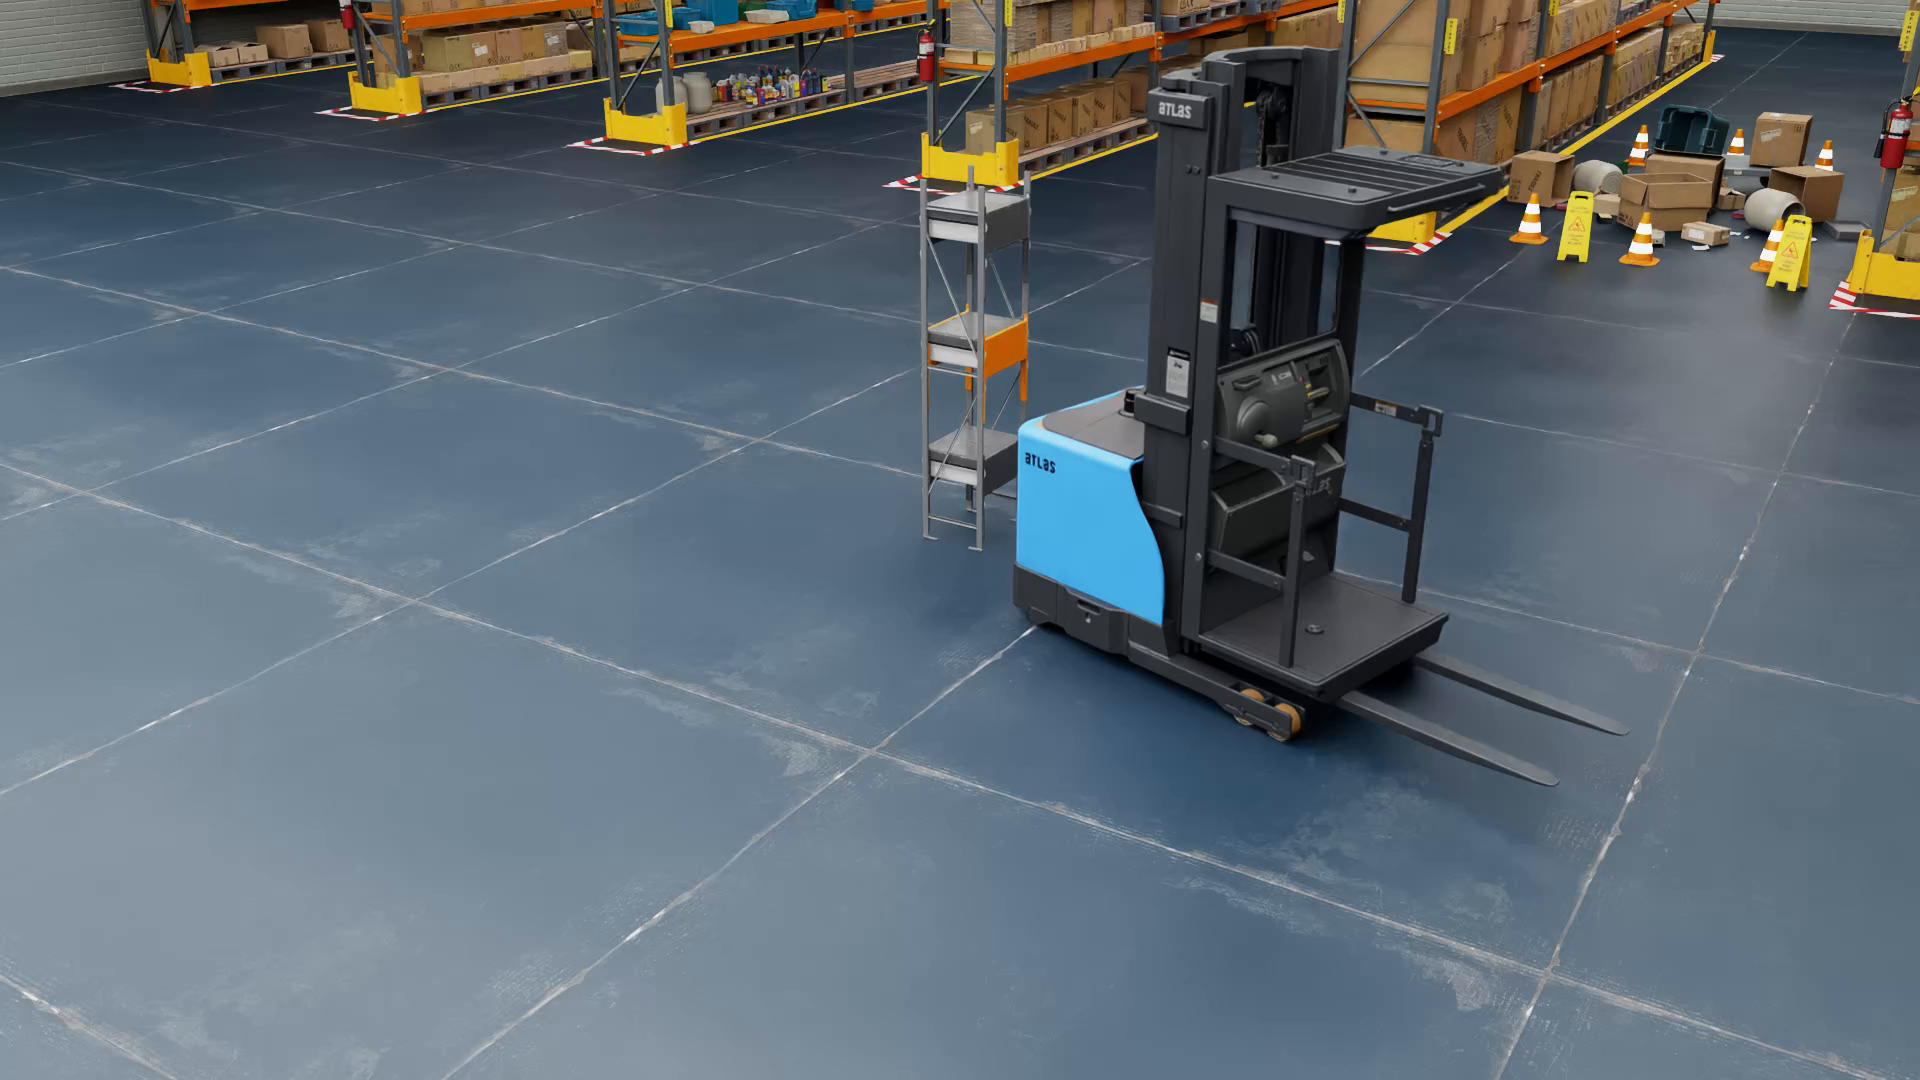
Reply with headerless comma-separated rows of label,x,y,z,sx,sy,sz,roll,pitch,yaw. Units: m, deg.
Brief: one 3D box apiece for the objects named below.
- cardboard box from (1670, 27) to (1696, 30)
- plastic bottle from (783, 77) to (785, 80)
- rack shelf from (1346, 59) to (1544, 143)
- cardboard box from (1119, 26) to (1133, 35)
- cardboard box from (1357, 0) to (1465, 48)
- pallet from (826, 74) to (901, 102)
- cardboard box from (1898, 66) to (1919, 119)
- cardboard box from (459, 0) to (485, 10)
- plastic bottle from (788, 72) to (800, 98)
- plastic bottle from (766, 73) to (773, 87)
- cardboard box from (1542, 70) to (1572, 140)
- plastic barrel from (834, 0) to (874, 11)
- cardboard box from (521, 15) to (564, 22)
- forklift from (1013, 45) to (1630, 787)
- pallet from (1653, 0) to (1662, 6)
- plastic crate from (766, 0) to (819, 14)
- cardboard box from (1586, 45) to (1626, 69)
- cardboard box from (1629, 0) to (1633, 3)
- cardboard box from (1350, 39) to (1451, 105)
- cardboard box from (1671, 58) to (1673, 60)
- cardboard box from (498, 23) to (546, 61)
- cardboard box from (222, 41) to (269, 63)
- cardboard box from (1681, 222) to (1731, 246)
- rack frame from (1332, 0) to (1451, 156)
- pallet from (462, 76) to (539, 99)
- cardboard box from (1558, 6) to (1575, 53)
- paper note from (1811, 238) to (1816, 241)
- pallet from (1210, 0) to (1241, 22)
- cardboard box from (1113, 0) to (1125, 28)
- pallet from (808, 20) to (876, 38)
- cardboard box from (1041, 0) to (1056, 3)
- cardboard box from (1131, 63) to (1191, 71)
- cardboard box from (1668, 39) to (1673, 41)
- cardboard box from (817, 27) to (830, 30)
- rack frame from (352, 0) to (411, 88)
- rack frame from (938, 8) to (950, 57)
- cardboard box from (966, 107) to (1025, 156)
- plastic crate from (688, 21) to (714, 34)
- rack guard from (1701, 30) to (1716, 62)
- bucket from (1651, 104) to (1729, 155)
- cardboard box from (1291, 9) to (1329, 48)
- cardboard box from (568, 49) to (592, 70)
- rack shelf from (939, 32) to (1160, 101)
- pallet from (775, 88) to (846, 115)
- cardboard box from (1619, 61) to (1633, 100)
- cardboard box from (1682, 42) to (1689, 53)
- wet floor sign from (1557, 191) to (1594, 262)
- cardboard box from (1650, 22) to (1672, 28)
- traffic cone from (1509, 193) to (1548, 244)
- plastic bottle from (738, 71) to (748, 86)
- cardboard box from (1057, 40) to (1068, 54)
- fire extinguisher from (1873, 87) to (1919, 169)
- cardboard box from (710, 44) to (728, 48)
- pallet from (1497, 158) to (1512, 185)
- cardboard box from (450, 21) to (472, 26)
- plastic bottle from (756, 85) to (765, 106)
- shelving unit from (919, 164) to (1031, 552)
cardboard box,12.209,-8.579,28.102,0.380,0.149,0.250,13,26,27
plastic bottle,-2.492,-6.492,23.836,0.061,0.283,0.133,14,27,29
rack shelf,5.288,-4.859,18.103,1.077,0.370,4.000,14,27,29
cardboard box,1.996,-6.534,21.383,0.380,0.149,0.250,14,27,29
cardboard box,4.462,-5.195,16.427,0.875,0.550,0.550,14,27,29
pallet,-1.644,-6.969,25.582,1.003,0.211,1.213,14,27,29
cardboard box,8.544,-3.934,14.561,0.500,0.500,0.500,13,27,28
cardboard box,-7.544,-8.210,24.813,0.700,0.500,0.500,14,27,29
plastic bottle,-2.391,-6.510,23.793,0.144,0.351,0.185,14,27,29
plastic bottle,-2.777,-6.665,24.252,0.097,0.271,0.097,0,23,0
cardboard box,7.107,-5.577,21.161,1.050,0.750,0.750,14,27,29
plastic barrel,-1.564,-8.272,24.452,0.600,0.901,0.708,14,27,29
cardboard box,-6.742,-8.199,26.902,0.500,0.500,0.500,14,27,29
forklift,1.653,-0.655,7.574,1.130,2.935,3.031,-20,31,-39
pallet,10.037,-8.248,25.269,1.003,0.211,1.213,14,27,29
plastic crate,-2.409,-7.797,24.063,0.767,0.338,0.504,14,27,29
cardboard box,9.023,-6.786,23.323,0.500,0.250,0.500,13,26,27
cardboard box,9.285,-7.673,23.487,0.380,0.149,0.250,15,28,31
cardboard box,4.391,-4.717,16.683,0.875,0.550,0.550,14,27,29
cardboard box,11.256,-7.689,26.795,0.380,0.149,0.250,14,27,29
cardboard box,-6.824,-7.751,25.868,0.500,0.500,0.500,14,27,29
cardboard box,-11.809,-8.076,27.461,0.500,0.311,0.500,16,28,33
cardboard box,7.467,-3.068,16.649,0.250,0.149,0.380,-12,26,-26
rack frame,4.233,-4.514,16.401,1.000,3.000,0.127,14,27,29
pallet,-7.329,-7.062,25.797,1.003,0.211,1.213,14,27,29
cardboard box,7.115,-6.201,20.173,0.500,0.500,0.500,14,27,29
paper note,8.536,-3.031,16.712,0.142,0.019,0.148,5,24,11
pallet,3.283,-7.523,23.593,1.003,0.211,1.213,14,27,29
cardboard box,1.599,-6.819,21.227,0.875,0.500,0.500,14,27,29
pallet,-2.408,-10.153,32.936,1.003,0.211,1.213,14,27,29
cardboard box,0.864,-6.524,19.287,0.500,0.500,0.500,14,27,29
cardboard box,2.793,-6.352,23.240,0.700,0.500,0.500,14,27,29
cardboard box,11.208,-7.970,26.697,0.380,0.149,0.250,13,27,28
cardboard box,-2.827,-10.037,31.751,0.500,0.500,0.500,13,27,27
rack frame,-8.341,-7.665,23.679,1.000,3.000,0.127,14,27,29
rack frame,0.085,-9.325,27.516,1.000,3.000,0.127,14,27,29
cardboard box,0.417,-4.840,19.773,0.500,0.500,0.500,20,30,38
plastic crate,-3.389,-6.739,21.873,0.298,0.136,0.250,14,27,29
rack guard,12.633,-8.741,29.313,1.175,0.500,0.348,14,27,29
bucket,8.230,-4.530,18.646,0.620,0.611,0.726,-6,22,-39
cardboard box,5.151,-8.033,26.676,1.225,0.875,0.875,14,27,29
cardboard box,-6.290,-7.743,26.793,0.500,0.250,0.500,14,27,29
rack shelf,1.128,-5.932,20.583,1.077,0.370,4.000,14,27,29
pallet,-2.415,-6.478,24.448,1.003,0.211,1.213,14,27,29
cardboard box,9.305,-6.615,23.873,0.500,0.500,0.500,14,27,30
cardboard box,11.830,-8.162,27.515,0.380,0.149,0.250,14,27,29
wet floor sign,5.900,-3.009,15.888,0.267,0.644,0.232,9,25,20
cardboard box,12.065,-8.848,28.723,0.380,0.149,0.250,14,27,30
traffic cone,5.720,-3.231,16.632,0.336,0.463,0.334,14,27,29
plastic bottle,-3.127,-6.569,23.929,0.144,0.351,0.185,14,27,29
cardboard box,1.080,-5.942,20.015,0.380,0.149,0.250,14,27,29
fire extinguisher,8.040,-3.533,14.233,0.296,0.674,0.183,14,27,29
cardboard box,-4.460,-8.892,29.447,0.500,0.250,0.500,14,27,28
pallet,5.876,-4.344,19.519,1.003,0.211,1.213,14,27,29
cardboard box,-9.534,-9.707,30.989,0.700,0.500,0.500,14,27,30
plastic bottle,-2.779,-6.200,23.161,0.061,0.283,0.133,14,27,30
shelving unit,0.087,-1.019,9.462,0.431,2.100,0.503,14,27,29
